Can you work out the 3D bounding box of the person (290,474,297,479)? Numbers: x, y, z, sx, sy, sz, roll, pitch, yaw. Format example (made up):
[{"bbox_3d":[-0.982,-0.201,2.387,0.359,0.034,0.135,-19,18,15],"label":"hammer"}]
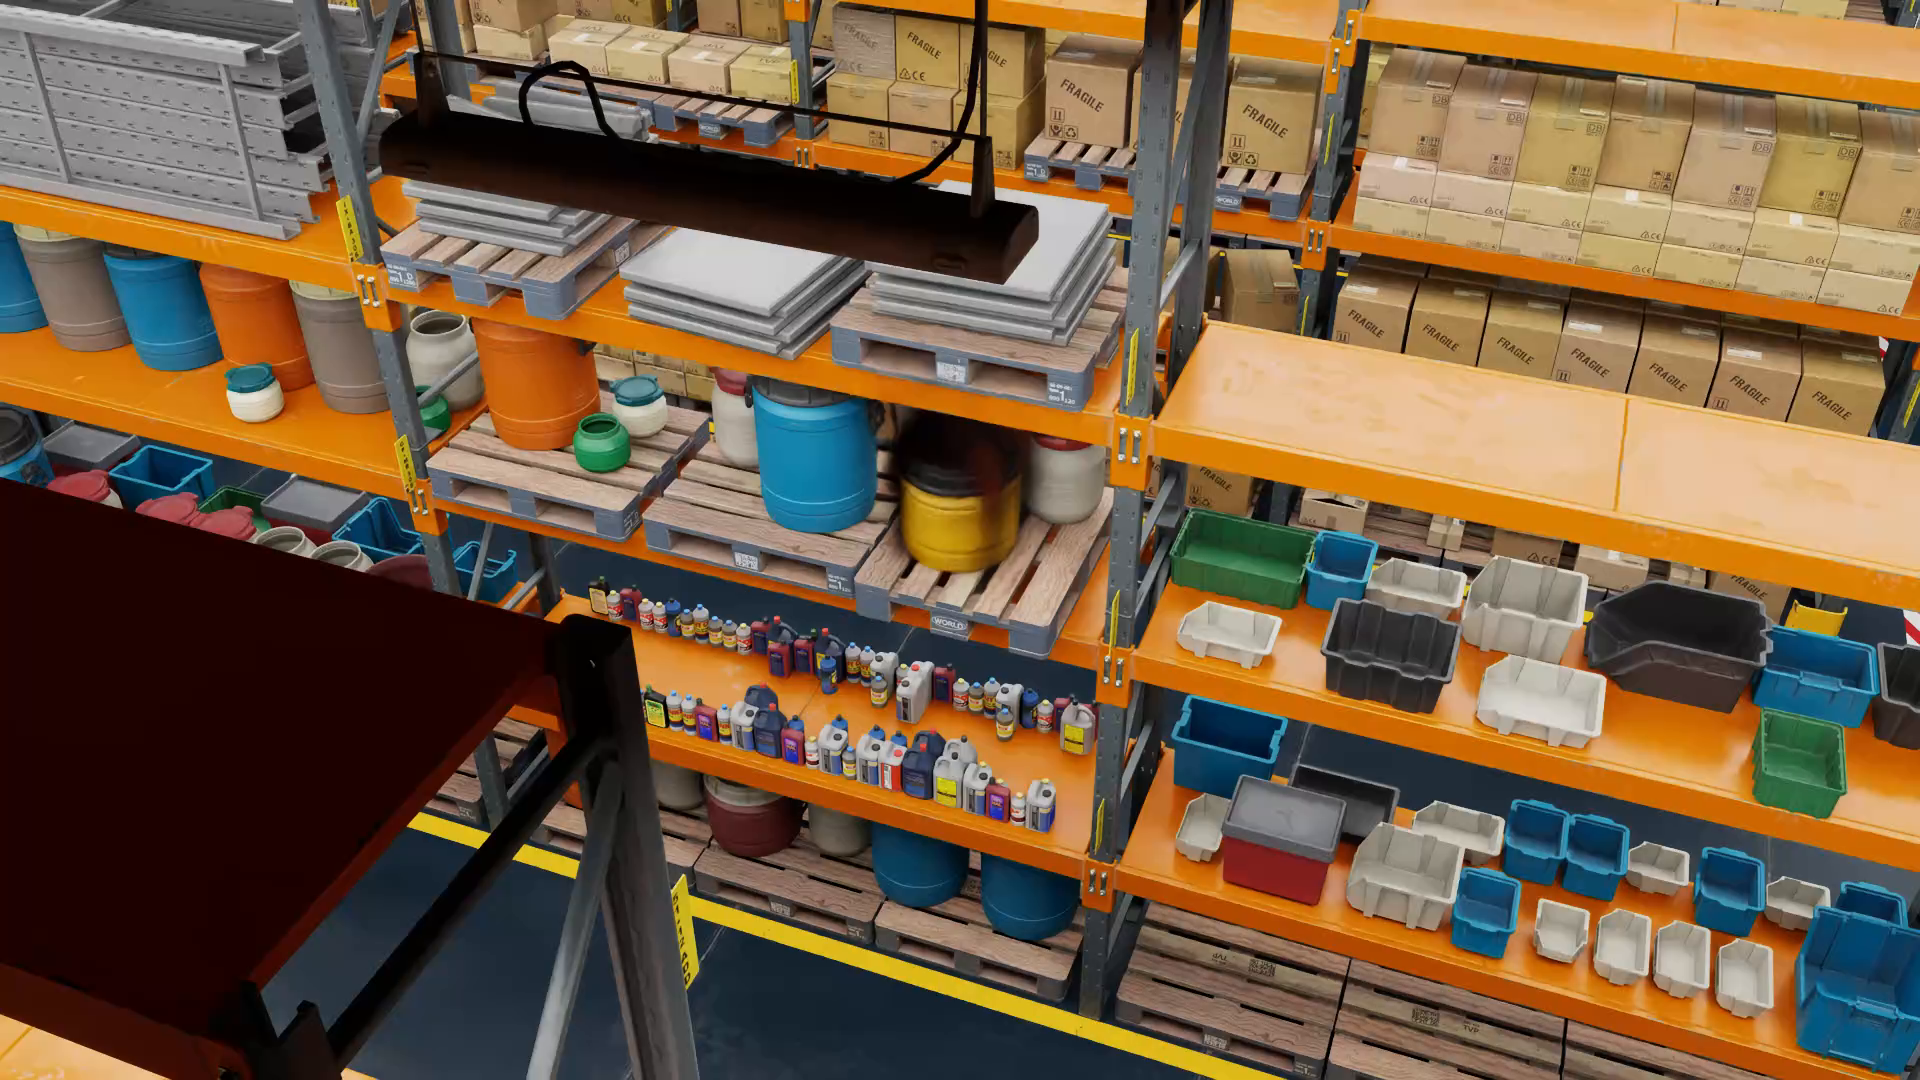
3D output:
[{"bbox_3d":[-4.447,0.040,11.869,0.674,1.804,0.365,27,44,32],"label":"person"}]
